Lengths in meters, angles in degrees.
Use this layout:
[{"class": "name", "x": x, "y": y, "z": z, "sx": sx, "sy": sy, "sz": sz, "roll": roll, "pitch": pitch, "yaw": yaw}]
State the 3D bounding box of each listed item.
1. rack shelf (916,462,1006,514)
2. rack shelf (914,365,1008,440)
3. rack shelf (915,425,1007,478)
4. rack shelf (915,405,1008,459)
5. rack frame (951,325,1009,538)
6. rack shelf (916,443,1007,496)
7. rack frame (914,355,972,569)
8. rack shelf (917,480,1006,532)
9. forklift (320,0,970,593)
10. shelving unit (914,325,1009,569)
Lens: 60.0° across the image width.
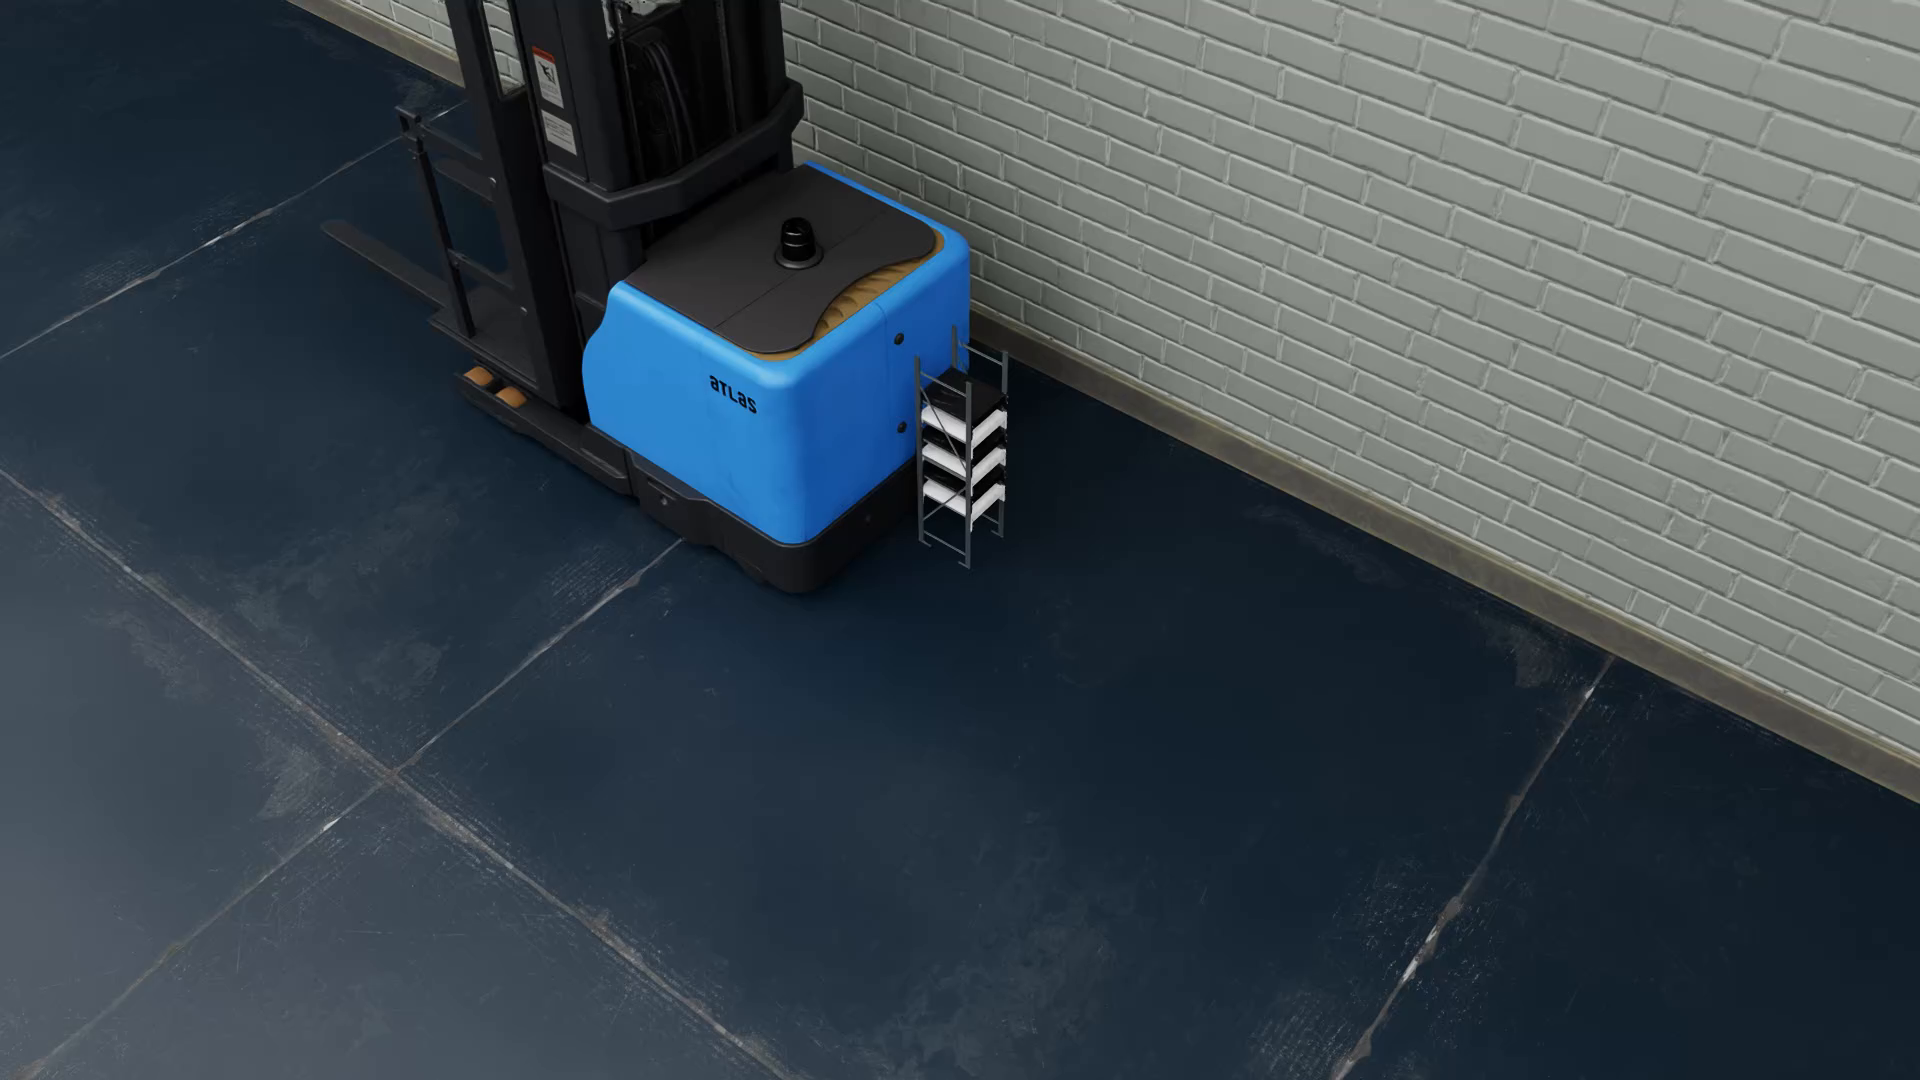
[{"class": "rack shelf", "x": 0.005, "y": -0.230, "z": 6.018, "sx": 0.258, "sy": 0.077, "sz": 0.200, "roll": 29, "pitch": 53, "yaw": 25}, {"class": "rack shelf", "x": 0.005, "y": -0.479, "z": 5.758, "sx": 0.258, "sy": 0.077, "sz": 0.200, "roll": 29, "pitch": 53, "yaw": 25}, {"class": "rack shelf", "x": 0.005, "y": -0.355, "z": 5.888, "sx": 0.258, "sy": 0.077, "sz": 0.200, "roll": 29, "pitch": 53, "yaw": 25}, {"class": "rack shelf", "x": 0.005, "y": -0.417, "z": 5.823, "sx": 0.258, "sy": 0.077, "sz": 0.200, "roll": 29, "pitch": 53, "yaw": 25}, {"class": "rack frame", "x": 0.067, "y": -0.374, "z": 5.985, "sx": 0.240, "sy": 0.900, "sz": 0.006, "roll": 29, "pitch": 53, "yaw": 25}, {"class": "rack shelf", "x": 0.005, "y": -0.292, "z": 5.953, "sx": 0.258, "sy": 0.077, "sz": 0.200, "roll": 29, "pitch": 53, "yaw": 25}, {"class": "rack frame", "x": -0.057, "y": -0.257, "z": 5.873, "sx": 0.240, "sy": 0.900, "sz": 0.006, "roll": 29, "pitch": 53, "yaw": 25}, {"class": "rack shelf", "x": 0.005, "y": -0.168, "z": 6.083, "sx": 0.258, "sy": 0.077, "sz": 0.200, "roll": 29, "pitch": 53, "yaw": 25}, {"class": "forklift", "x": -1.410, "y": -1.727, "z": 5.873, "sx": 3.031, "sy": 2.935, "sz": 1.130, "roll": 31, "pitch": 54, "yaw": 26}, {"class": "shelving unit", "x": 0.005, "y": -0.315, "z": 5.929, "sx": 0.258, "sy": 0.900, "sz": 0.210, "roll": 29, "pitch": 53, "yaw": 25}]
